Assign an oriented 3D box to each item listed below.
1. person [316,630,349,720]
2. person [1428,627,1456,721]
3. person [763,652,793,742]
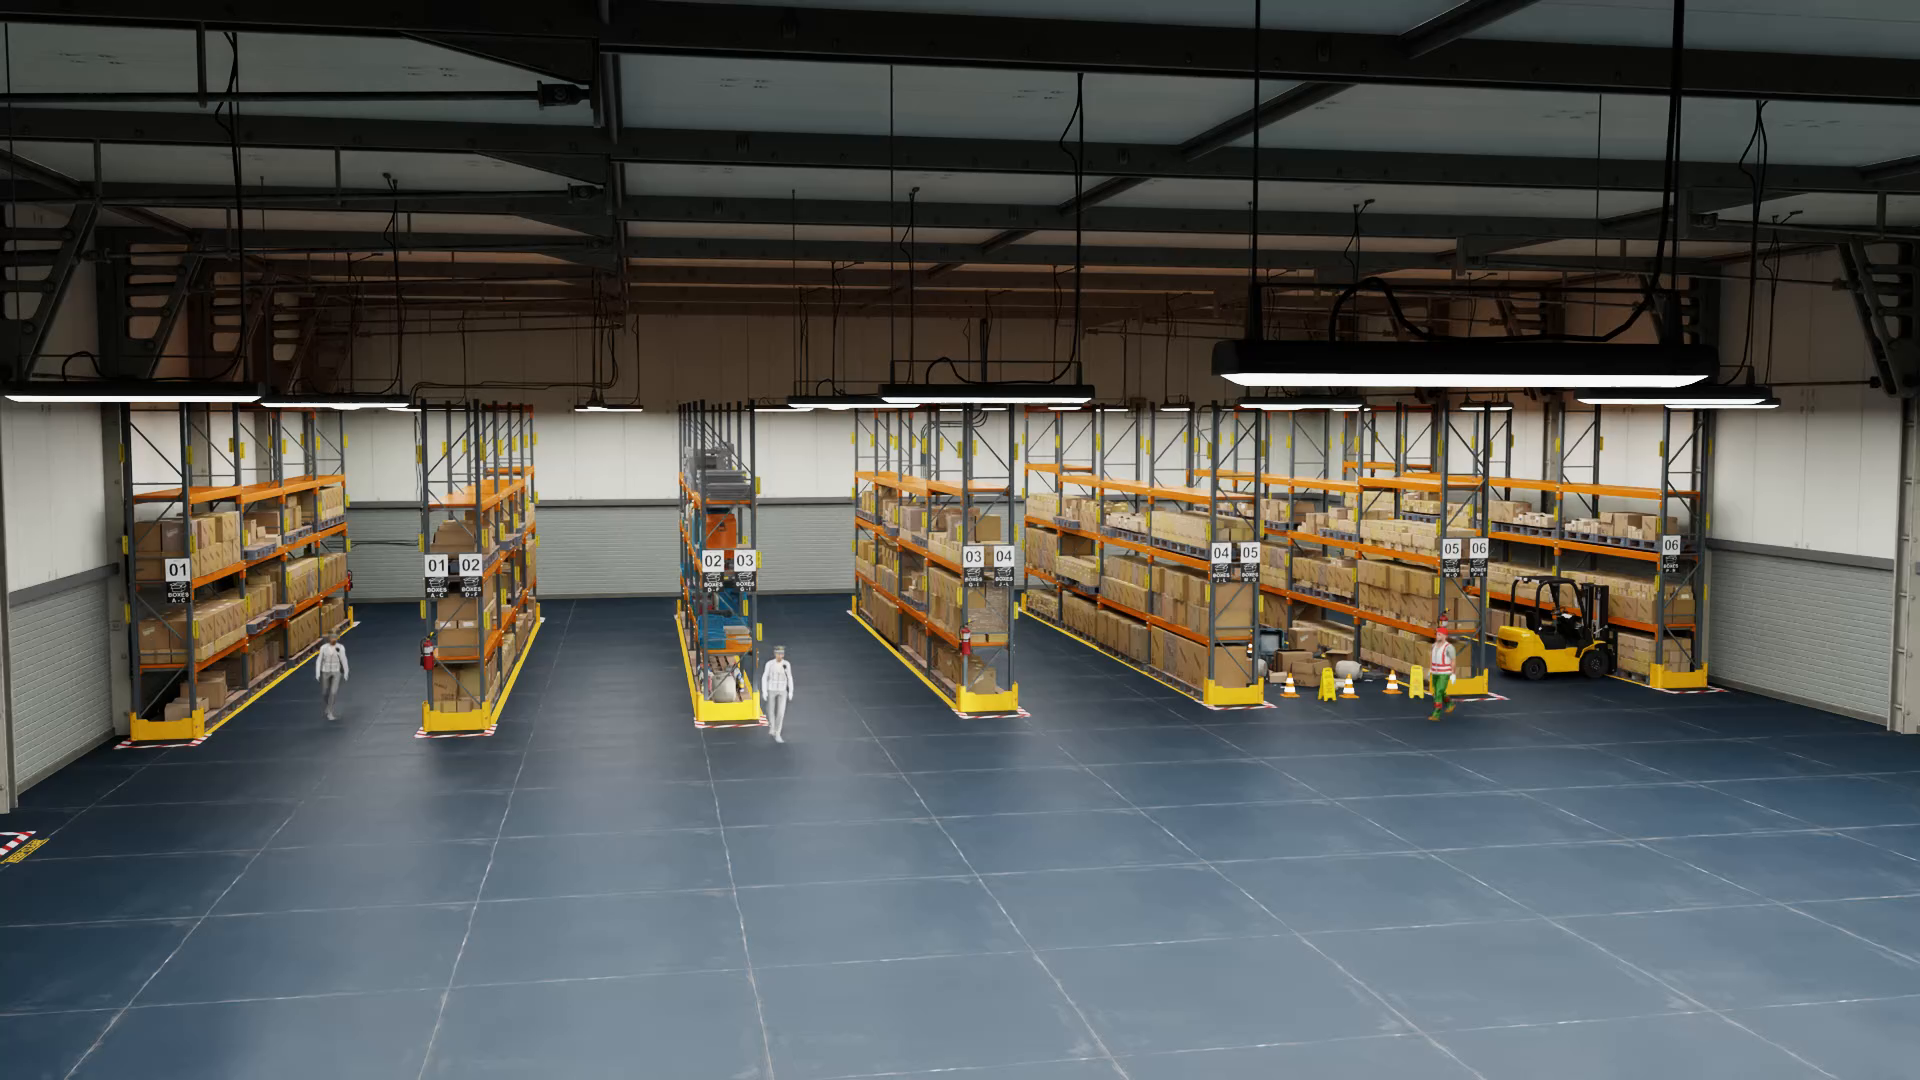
[{"bbox_3d":[-11.896,2.537,31.522,0.569,1.685,0.738,-1,4,-16],"label":"person"},{"bbox_3d":[9.046,2.494,31.122,1.012,1.752,0.532,-3,6,-39],"label":"person"},{"bbox_3d":[-3.216,2.707,29.370,0.545,1.656,0.731,-1,4,-12],"label":"person"}]
